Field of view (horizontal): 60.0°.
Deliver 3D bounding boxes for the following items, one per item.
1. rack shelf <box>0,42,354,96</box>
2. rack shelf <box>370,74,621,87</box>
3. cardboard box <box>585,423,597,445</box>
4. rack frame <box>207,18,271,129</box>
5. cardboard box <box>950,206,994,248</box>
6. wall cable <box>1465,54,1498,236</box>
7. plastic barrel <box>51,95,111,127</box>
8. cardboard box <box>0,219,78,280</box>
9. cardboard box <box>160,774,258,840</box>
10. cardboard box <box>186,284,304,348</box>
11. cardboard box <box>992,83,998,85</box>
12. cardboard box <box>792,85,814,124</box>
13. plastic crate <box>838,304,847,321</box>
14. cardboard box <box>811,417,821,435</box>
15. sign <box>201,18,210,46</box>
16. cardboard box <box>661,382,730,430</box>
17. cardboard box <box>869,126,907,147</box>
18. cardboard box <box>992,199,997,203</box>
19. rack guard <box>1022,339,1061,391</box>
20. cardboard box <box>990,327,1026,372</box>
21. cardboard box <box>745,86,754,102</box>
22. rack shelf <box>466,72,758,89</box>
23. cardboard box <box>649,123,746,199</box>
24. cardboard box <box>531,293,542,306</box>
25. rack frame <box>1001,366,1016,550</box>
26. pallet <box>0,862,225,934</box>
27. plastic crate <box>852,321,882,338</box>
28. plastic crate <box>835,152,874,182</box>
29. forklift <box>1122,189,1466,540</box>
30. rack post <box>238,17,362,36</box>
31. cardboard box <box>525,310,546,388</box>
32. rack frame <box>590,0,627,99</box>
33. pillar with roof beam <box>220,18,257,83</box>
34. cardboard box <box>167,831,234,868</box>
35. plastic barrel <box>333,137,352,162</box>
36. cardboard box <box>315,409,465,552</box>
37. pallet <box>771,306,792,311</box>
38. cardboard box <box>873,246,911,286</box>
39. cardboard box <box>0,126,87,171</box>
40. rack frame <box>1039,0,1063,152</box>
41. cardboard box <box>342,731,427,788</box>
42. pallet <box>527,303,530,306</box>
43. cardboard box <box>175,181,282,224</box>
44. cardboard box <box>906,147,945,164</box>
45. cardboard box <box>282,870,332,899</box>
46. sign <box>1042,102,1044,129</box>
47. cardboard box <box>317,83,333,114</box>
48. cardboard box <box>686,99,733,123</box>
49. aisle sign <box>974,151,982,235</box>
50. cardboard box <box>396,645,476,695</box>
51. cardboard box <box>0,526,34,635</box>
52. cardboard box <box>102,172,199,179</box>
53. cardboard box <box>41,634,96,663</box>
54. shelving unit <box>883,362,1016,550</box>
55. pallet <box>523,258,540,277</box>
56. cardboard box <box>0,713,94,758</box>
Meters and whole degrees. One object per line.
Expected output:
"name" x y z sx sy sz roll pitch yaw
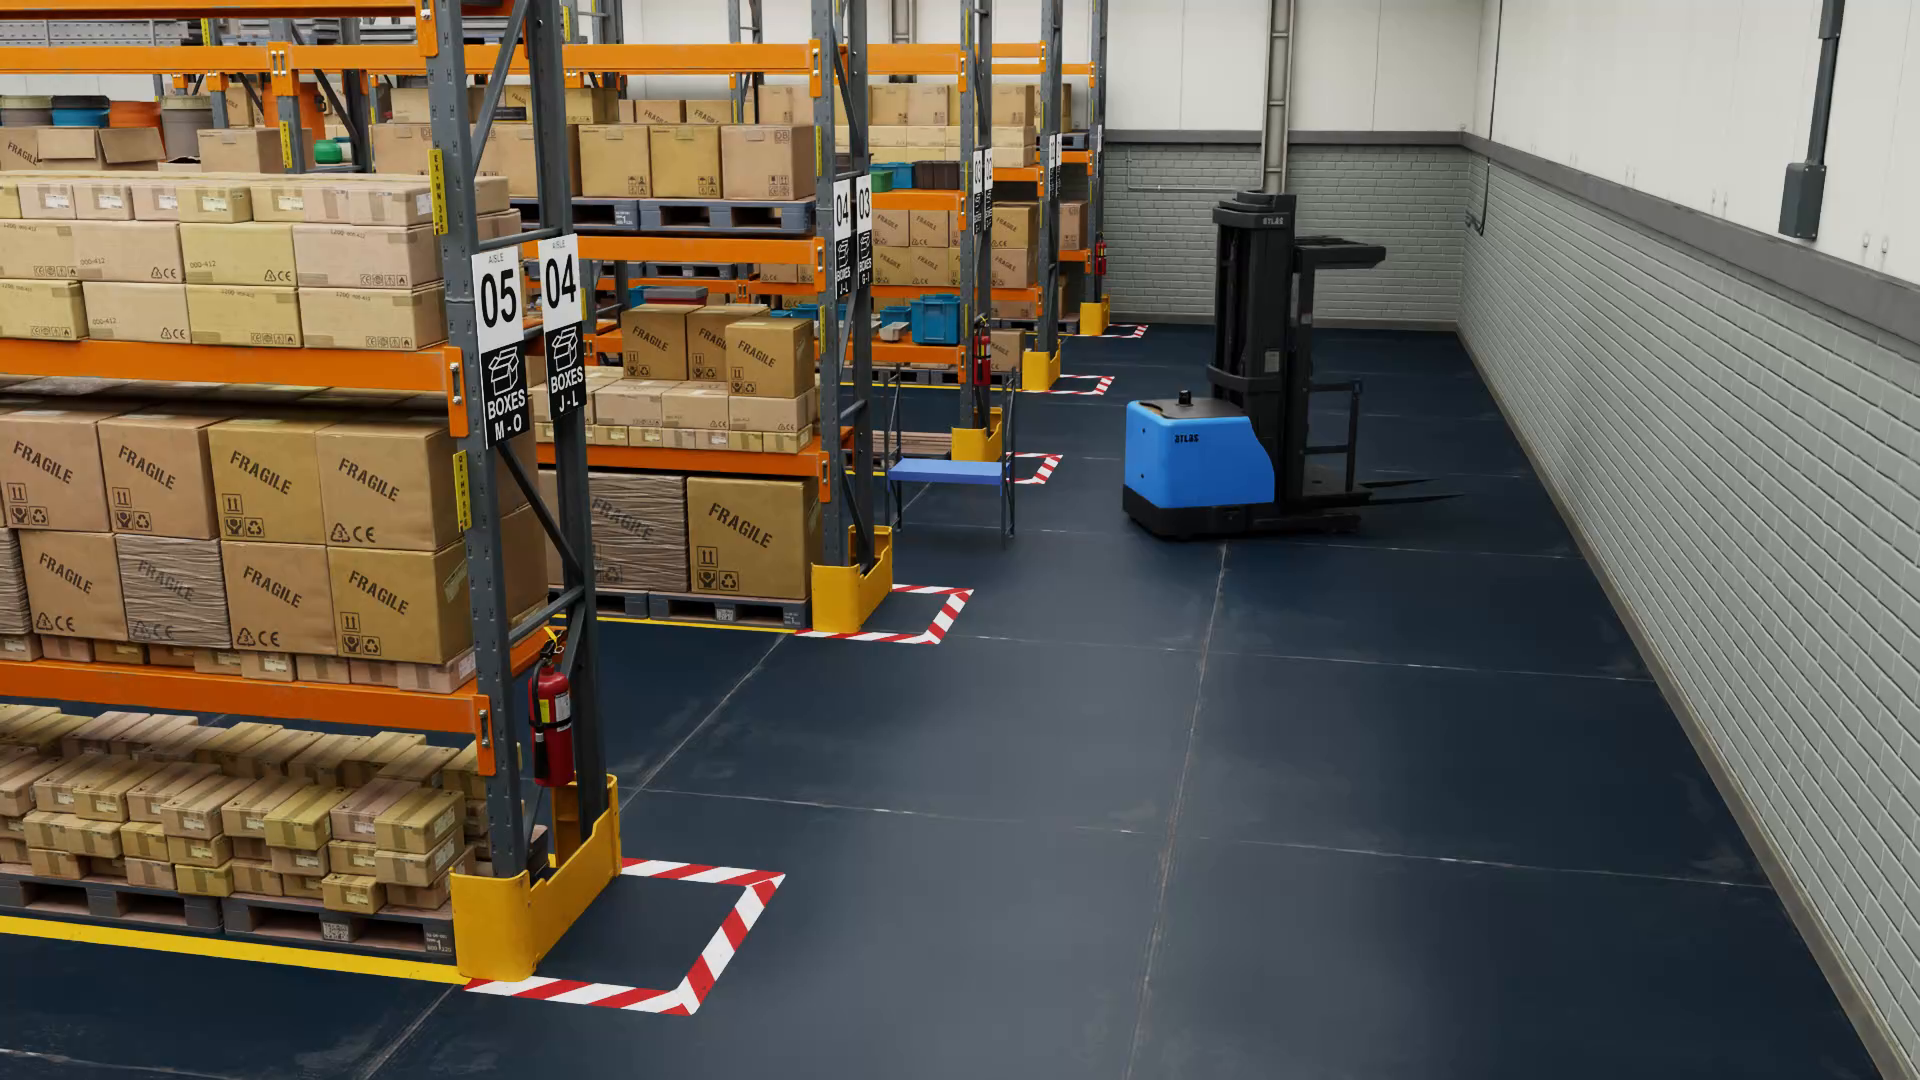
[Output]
"rack shelf" -6.706 -3.597 12.716 4.000 0.370 1.077 3 16 11
"rack shelf" -7.664 -7.697 27.518 4.000 0.370 1.077 3 16 11
"cardboard box" -2.739 -0.819 12.300 0.250 0.149 0.380 3 16 12
"rack frame" -7.679 -5.538 17.628 0.127 3.000 1.000 3 16 11
"cardboard box" 0.165 -4.026 21.345 0.500 0.500 0.500 4 16 13
"wall cable" 7.606 -5.813 24.439 0.112 2.526 3.097 3 16 11
"plastic barrel" -9.775 -4.507 18.586 0.708 0.901 0.600 3 16 11
"cardboard box" -3.911 -1.291 7.258 0.500 0.250 0.500 2 16 9
"cardboard box" -3.512 1.250 7.799 0.250 0.149 0.380 4 16 13
"cardboard box" -2.913 -0.987 7.099 0.500 0.250 0.500 3 16 11
"cardboard box" 0.362 -6.821 25.780 0.500 0.500 0.500 2 16 9
"cardboard box" -1.822 -5.626 21.504 0.500 0.500 0.700 3 16 11
"plastic crate" -1.306 -2.339 17.518 0.300 0.233 0.416 3 16 11
"cardboard box" -1.108 -0.910 12.629 0.250 0.149 0.380 3 16 12
"sign" -7.781 -5.238 17.150 0.005 0.325 0.100 3 16 11
"cardboard box" -1.851 -0.980 12.136 0.500 0.250 0.500 3 16 10
"cardboard box" -0.873 -5.171 21.266 0.500 0.250 0.500 3 16 11
"cardboard box" 0.173 -5.061 26.582 0.700 0.700 0.980 2 16 8
"rack guard" 1.077 -2.316 21.918 0.348 0.500 1.175 3 16 11
"cardboard box" 0.570 -2.489 21.717 0.500 0.500 0.500 3 16 11
"cardboard box" -3.165 -7.200 26.829 0.500 0.250 0.500 3 16 9
"rack shelf" -4.728 -6.188 22.071 4.000 0.370 1.077 3 16 11
"cardboard box" -1.874 -2.745 12.003 0.500 0.500 0.700 3 16 9
"cardboard box" -5.669 -3.321 23.316 0.500 0.250 0.500 4 16 13
"rack frame" 0.415 -0.700 14.211 0.032 1.500 0.500 3 16 11
"pallet" -3.969 1.588 8.363 1.213 0.211 1.003 3 16 11
"plastic crate" -0.955 -2.139 16.975 0.243 0.136 0.396 3 16 11
"plastic crate" -1.281 -3.790 17.054 0.767 0.338 0.504 3 16 11
"forklift" 3.063 -1.605 14.797 3.031 2.935 1.130 -4 16 -13
"rack post" -6.960 -5.474 17.538 0.937 0.300 0.954 3 16 11
"cardboard box" -3.336 -1.424 12.333 0.500 0.500 0.500 3 16 9
"rack frame" -5.704 -8.130 26.984 0.127 3.000 1.000 3 16 11
"pillar with roof beam" -13.544 -7.618 25.138 0.400 9.000 9.100 3 16 11
"cardboard box" -3.507 1.390 7.853 0.250 0.149 0.380 3 16 12
"plastic barrel" -6.599 -4.210 17.924 0.301 0.262 0.301 0 15 0
"cardboard box" -2.412 -0.266 7.217 0.500 0.500 0.500 3 16 10
"pallet" -2.556 -3.703 27.466 1.213 0.211 1.003 3 16 11
"cardboard box" -0.832 -3.599 21.680 0.500 0.500 0.500 3 16 10
"cardboard box" -7.190 -3.011 13.150 0.500 0.500 0.500 4 16 14
"rack frame" 1.152 -6.408 20.769 0.127 3.000 1.000 3 16 11
"cardboard box" -2.875 1.104 8.326 0.250 0.149 0.380 3 16 11
"pallet" -7.662 -4.002 28.545 1.213 0.211 1.003 3 16 11
"cardboard box" -3.052 -1.419 6.973 0.250 0.149 0.380 3 16 12
"cardboard box" -0.385 -4.901 21.229 0.500 0.250 0.500 3 16 11
"cardboard box" -2.985 1.541 7.865 0.250 0.149 0.380 3 16 11
"sign" 1.021 -5.245 20.531 0.005 0.325 0.100 3 16 11
"cardboard box" -10.711 -7.419 27.939 0.500 0.500 0.500 4 16 14
"cardboard box" -3.247 -5.520 22.021 0.600 0.600 0.600 2 16 6
"aisle sign" 0.173 -3.394 16.255 0.004 0.787 0.394 3 16 11
"cardboard box" -2.289 0.544 7.380 0.250 0.149 0.380 3 16 11
"cardboard box" -4.425 0.115 7.714 0.500 0.500 0.500 3 16 10
"cardboard box" -3.702 -1.607 7.654 0.250 0.149 0.380 4 16 13
"cardboard box" -4.049 0.435 7.774 0.250 0.149 0.380 4 16 13
"shelving unit" -0.084 -0.727 14.308 1.048 1.500 0.538 3 16 11
"pallet" -6.010 -3.832 23.068 1.003 0.211 1.213 3 16 11
"cardboard box" -4.690 1.038 8.565 0.250 0.149 0.380 4 16 13
